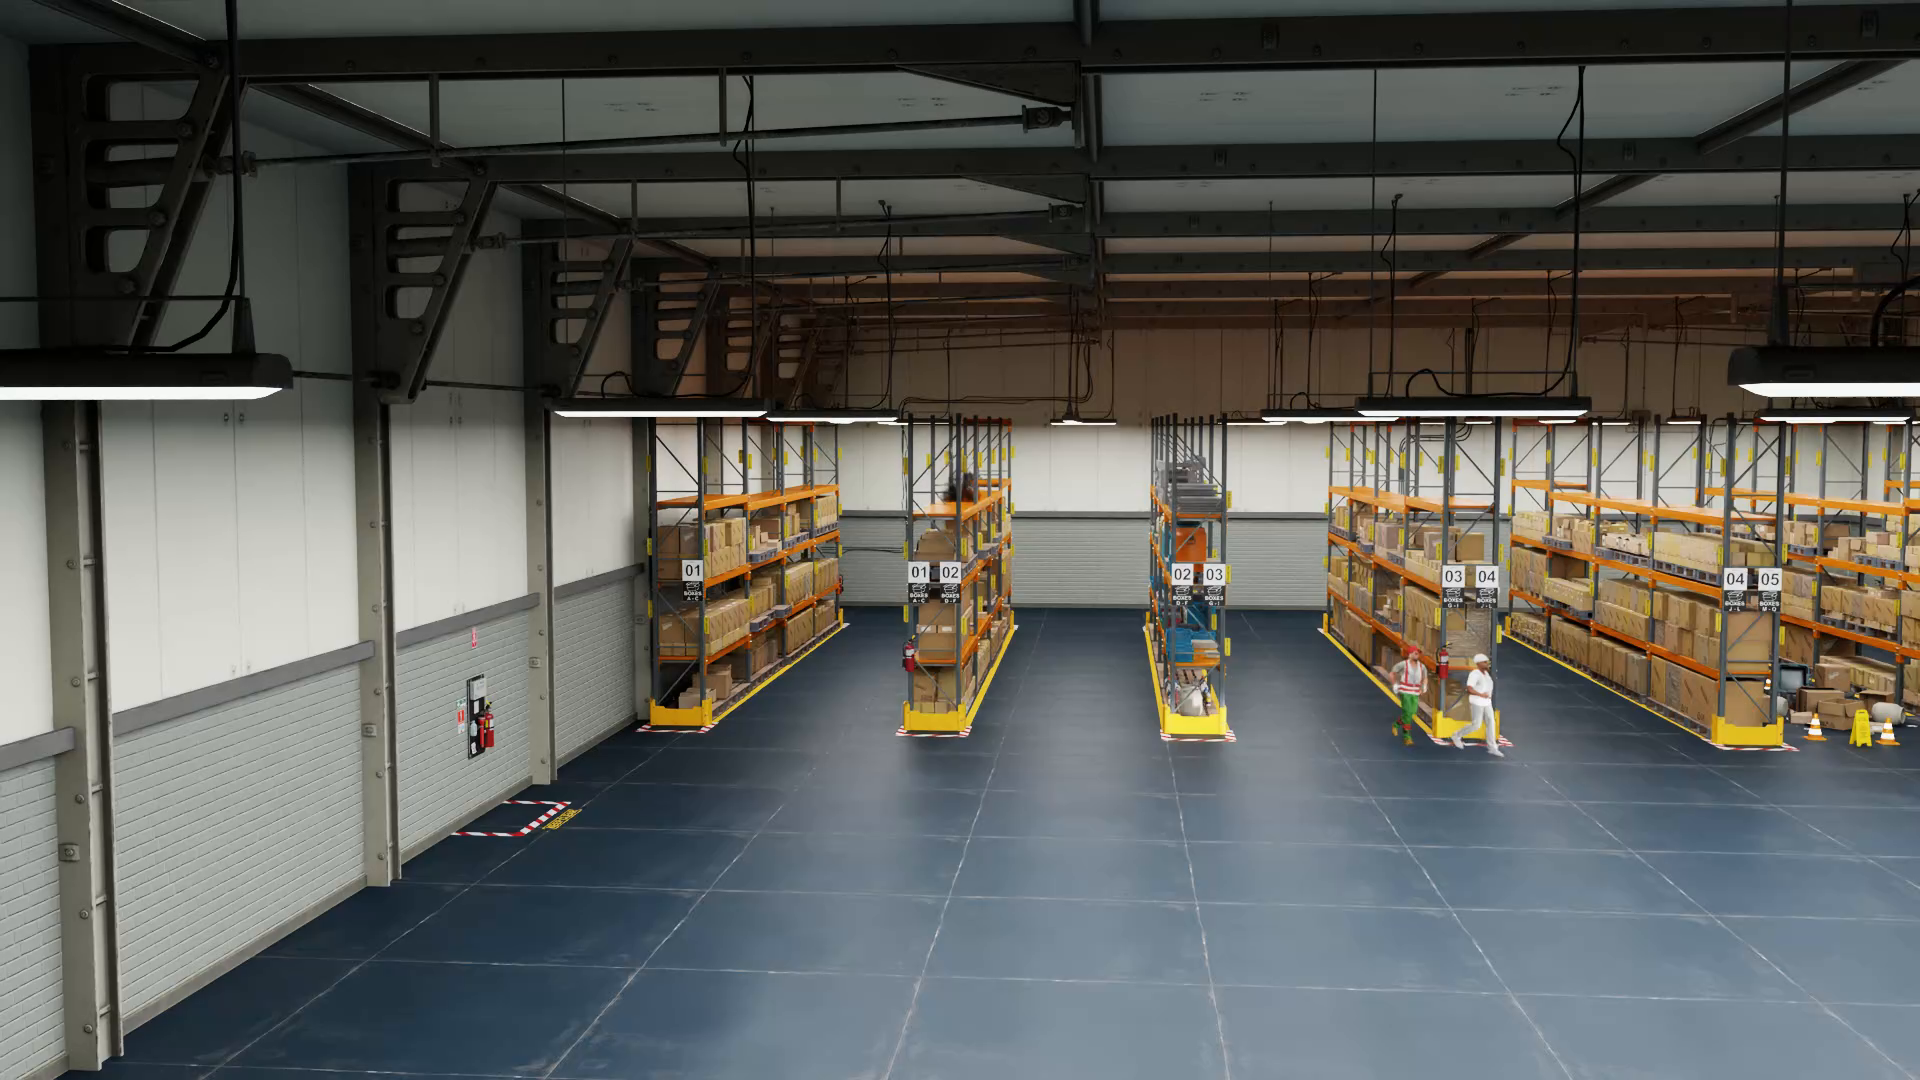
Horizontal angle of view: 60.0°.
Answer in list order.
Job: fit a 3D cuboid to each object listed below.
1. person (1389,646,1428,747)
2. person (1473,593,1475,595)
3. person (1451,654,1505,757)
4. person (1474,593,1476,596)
[{"bbox_3d":[8.184,2.811,30.284,0.703,1.773,0.813,-1,4,-15],"label":"person"},{"bbox_3d":[14.776,1.726,47.152,0.769,1.635,0.680,-1,4,-13],"label":"person"},{"bbox_3d":[9.108,2.877,29.121,0.985,1.764,0.731,4,5,45],"label":"person"},{"bbox_3d":[13.874,1.752,46.100,0.909,1.773,0.757,-3,5,-36],"label":"person"}]
